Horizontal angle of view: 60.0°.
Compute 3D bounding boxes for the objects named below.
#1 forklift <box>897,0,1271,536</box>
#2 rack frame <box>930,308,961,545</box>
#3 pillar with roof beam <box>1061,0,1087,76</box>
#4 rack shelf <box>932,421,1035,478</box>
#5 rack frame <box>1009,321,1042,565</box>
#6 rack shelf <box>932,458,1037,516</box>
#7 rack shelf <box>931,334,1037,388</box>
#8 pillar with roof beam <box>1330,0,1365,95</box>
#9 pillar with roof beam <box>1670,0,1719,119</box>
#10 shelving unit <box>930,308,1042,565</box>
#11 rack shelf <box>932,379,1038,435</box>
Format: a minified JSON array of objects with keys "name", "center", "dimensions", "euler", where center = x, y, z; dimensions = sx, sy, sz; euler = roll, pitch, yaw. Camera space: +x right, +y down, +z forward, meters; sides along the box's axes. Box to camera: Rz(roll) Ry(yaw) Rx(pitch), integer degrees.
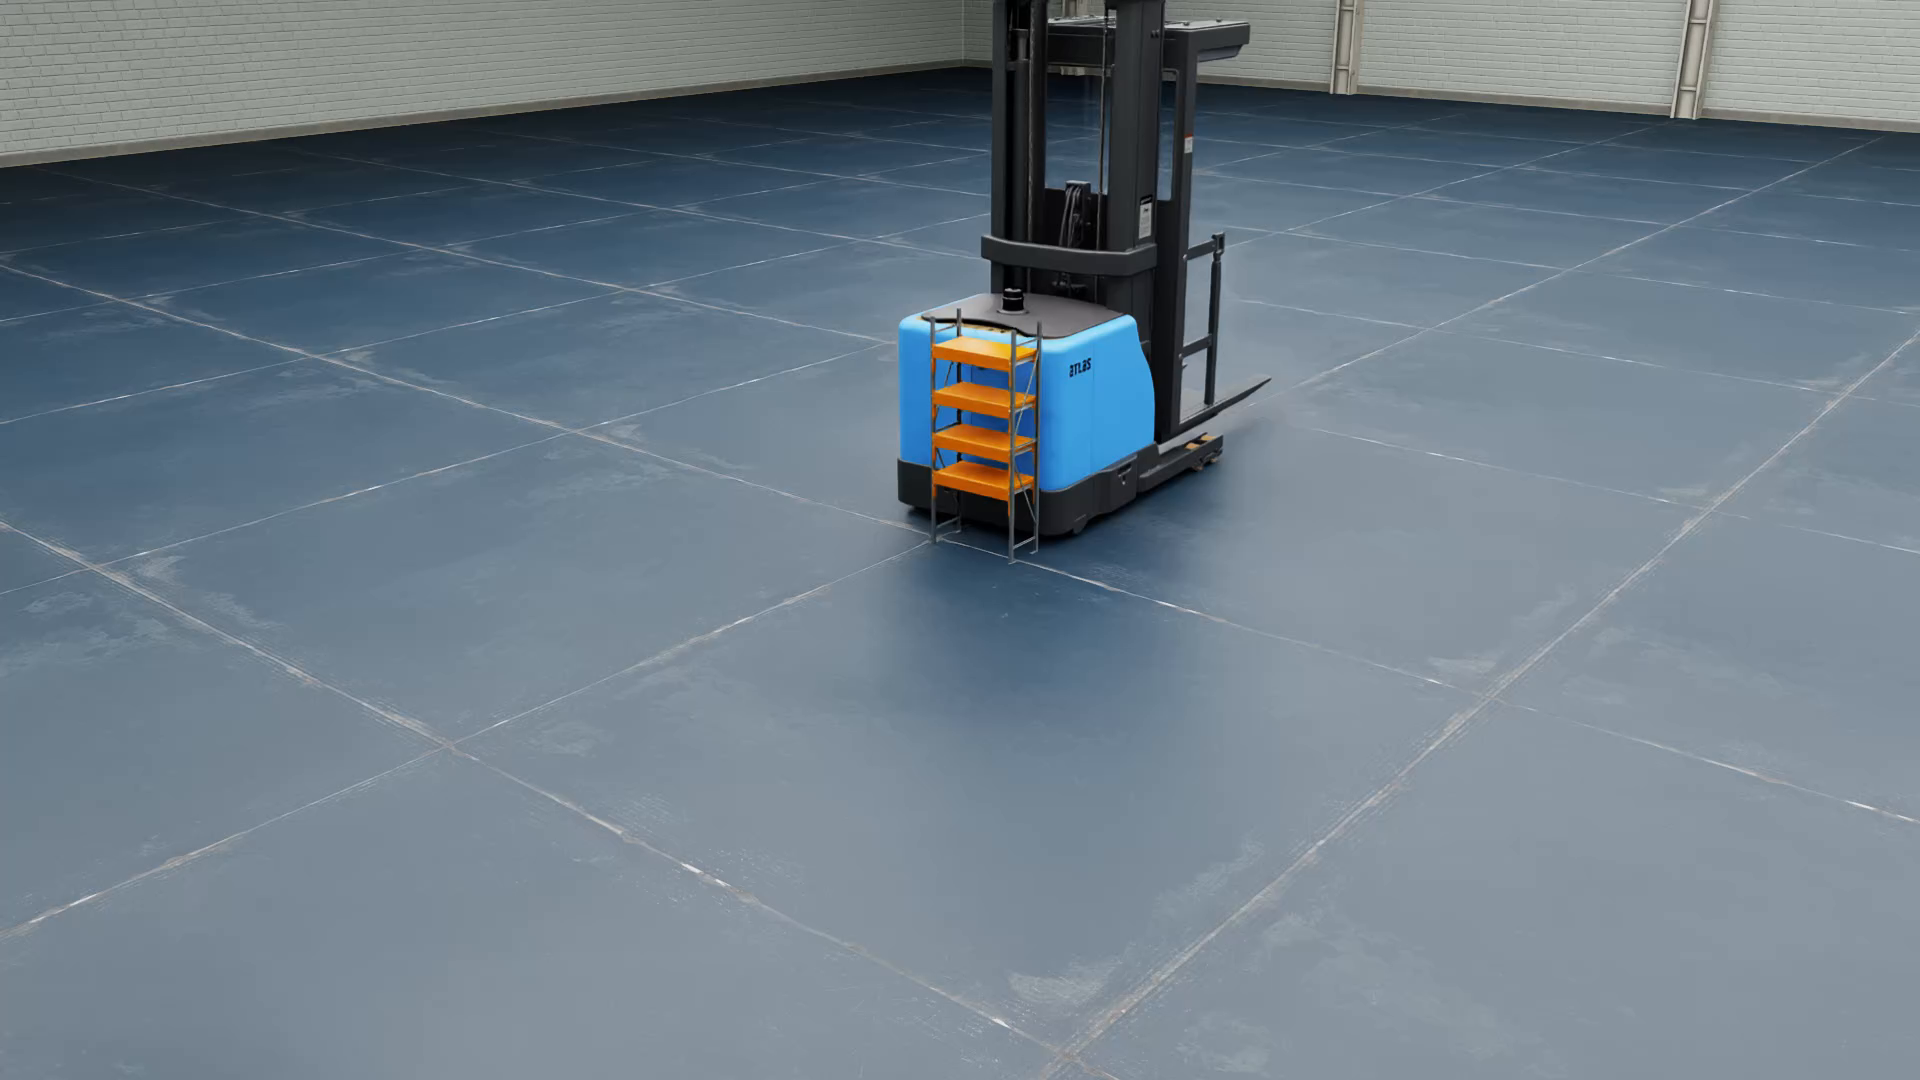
[{"name":"forklift","center":[0.908,-1.856,9.437],"dimensions":[1.130,2.935,3.031],"euler":[14,25,32]},{"name":"rack frame","center":[-0.070,-0.572,8.485],"dimensions":[0.015,1.200,0.240],"euler":[15,25,34]},{"name":"pillar with roof beam","center":[-0.428,-12.457,28.948],"dimensions":[0.400,9.000,9.100],"euler":[16,26,36]},{"name":"rack shelf","center":[0.125,-0.458,8.373],"dimensions":[0.480,0.148,0.258],"euler":[15,25,34]},{"name":"rack frame","center":[0.321,-0.469,8.213],"dimensions":[0.015,1.200,0.240],"euler":[15,25,34]},{"name":"rack shelf","center":[0.125,-0.272,8.443],"dimensions":[0.480,0.148,0.258],"euler":[15,25,34]},{"name":"rack shelf","center":[0.125,-0.889,8.210],"dimensions":[0.480,0.148,0.258],"euler":[15,25,34]},{"name":"pillar with roof beam","center":[4.220,-11.118,25.398],"dimensions":[0.400,9.000,9.100],"euler":[16,26,36]},{"name":"pillar with roof beam","center":[8.868,-9.780,21.849],"dimensions":[0.400,9.000,9.100],"euler":[16,26,36]},{"name":"shelving unit","center":[0.125,-0.521,8.349],"dimensions":[0.503,1.200,0.258],"euler":[15,25,34]},{"name":"rack shelf","center":[0.125,-0.667,8.294],"dimensions":[0.480,0.148,0.258],"euler":[15,25,34]}]
